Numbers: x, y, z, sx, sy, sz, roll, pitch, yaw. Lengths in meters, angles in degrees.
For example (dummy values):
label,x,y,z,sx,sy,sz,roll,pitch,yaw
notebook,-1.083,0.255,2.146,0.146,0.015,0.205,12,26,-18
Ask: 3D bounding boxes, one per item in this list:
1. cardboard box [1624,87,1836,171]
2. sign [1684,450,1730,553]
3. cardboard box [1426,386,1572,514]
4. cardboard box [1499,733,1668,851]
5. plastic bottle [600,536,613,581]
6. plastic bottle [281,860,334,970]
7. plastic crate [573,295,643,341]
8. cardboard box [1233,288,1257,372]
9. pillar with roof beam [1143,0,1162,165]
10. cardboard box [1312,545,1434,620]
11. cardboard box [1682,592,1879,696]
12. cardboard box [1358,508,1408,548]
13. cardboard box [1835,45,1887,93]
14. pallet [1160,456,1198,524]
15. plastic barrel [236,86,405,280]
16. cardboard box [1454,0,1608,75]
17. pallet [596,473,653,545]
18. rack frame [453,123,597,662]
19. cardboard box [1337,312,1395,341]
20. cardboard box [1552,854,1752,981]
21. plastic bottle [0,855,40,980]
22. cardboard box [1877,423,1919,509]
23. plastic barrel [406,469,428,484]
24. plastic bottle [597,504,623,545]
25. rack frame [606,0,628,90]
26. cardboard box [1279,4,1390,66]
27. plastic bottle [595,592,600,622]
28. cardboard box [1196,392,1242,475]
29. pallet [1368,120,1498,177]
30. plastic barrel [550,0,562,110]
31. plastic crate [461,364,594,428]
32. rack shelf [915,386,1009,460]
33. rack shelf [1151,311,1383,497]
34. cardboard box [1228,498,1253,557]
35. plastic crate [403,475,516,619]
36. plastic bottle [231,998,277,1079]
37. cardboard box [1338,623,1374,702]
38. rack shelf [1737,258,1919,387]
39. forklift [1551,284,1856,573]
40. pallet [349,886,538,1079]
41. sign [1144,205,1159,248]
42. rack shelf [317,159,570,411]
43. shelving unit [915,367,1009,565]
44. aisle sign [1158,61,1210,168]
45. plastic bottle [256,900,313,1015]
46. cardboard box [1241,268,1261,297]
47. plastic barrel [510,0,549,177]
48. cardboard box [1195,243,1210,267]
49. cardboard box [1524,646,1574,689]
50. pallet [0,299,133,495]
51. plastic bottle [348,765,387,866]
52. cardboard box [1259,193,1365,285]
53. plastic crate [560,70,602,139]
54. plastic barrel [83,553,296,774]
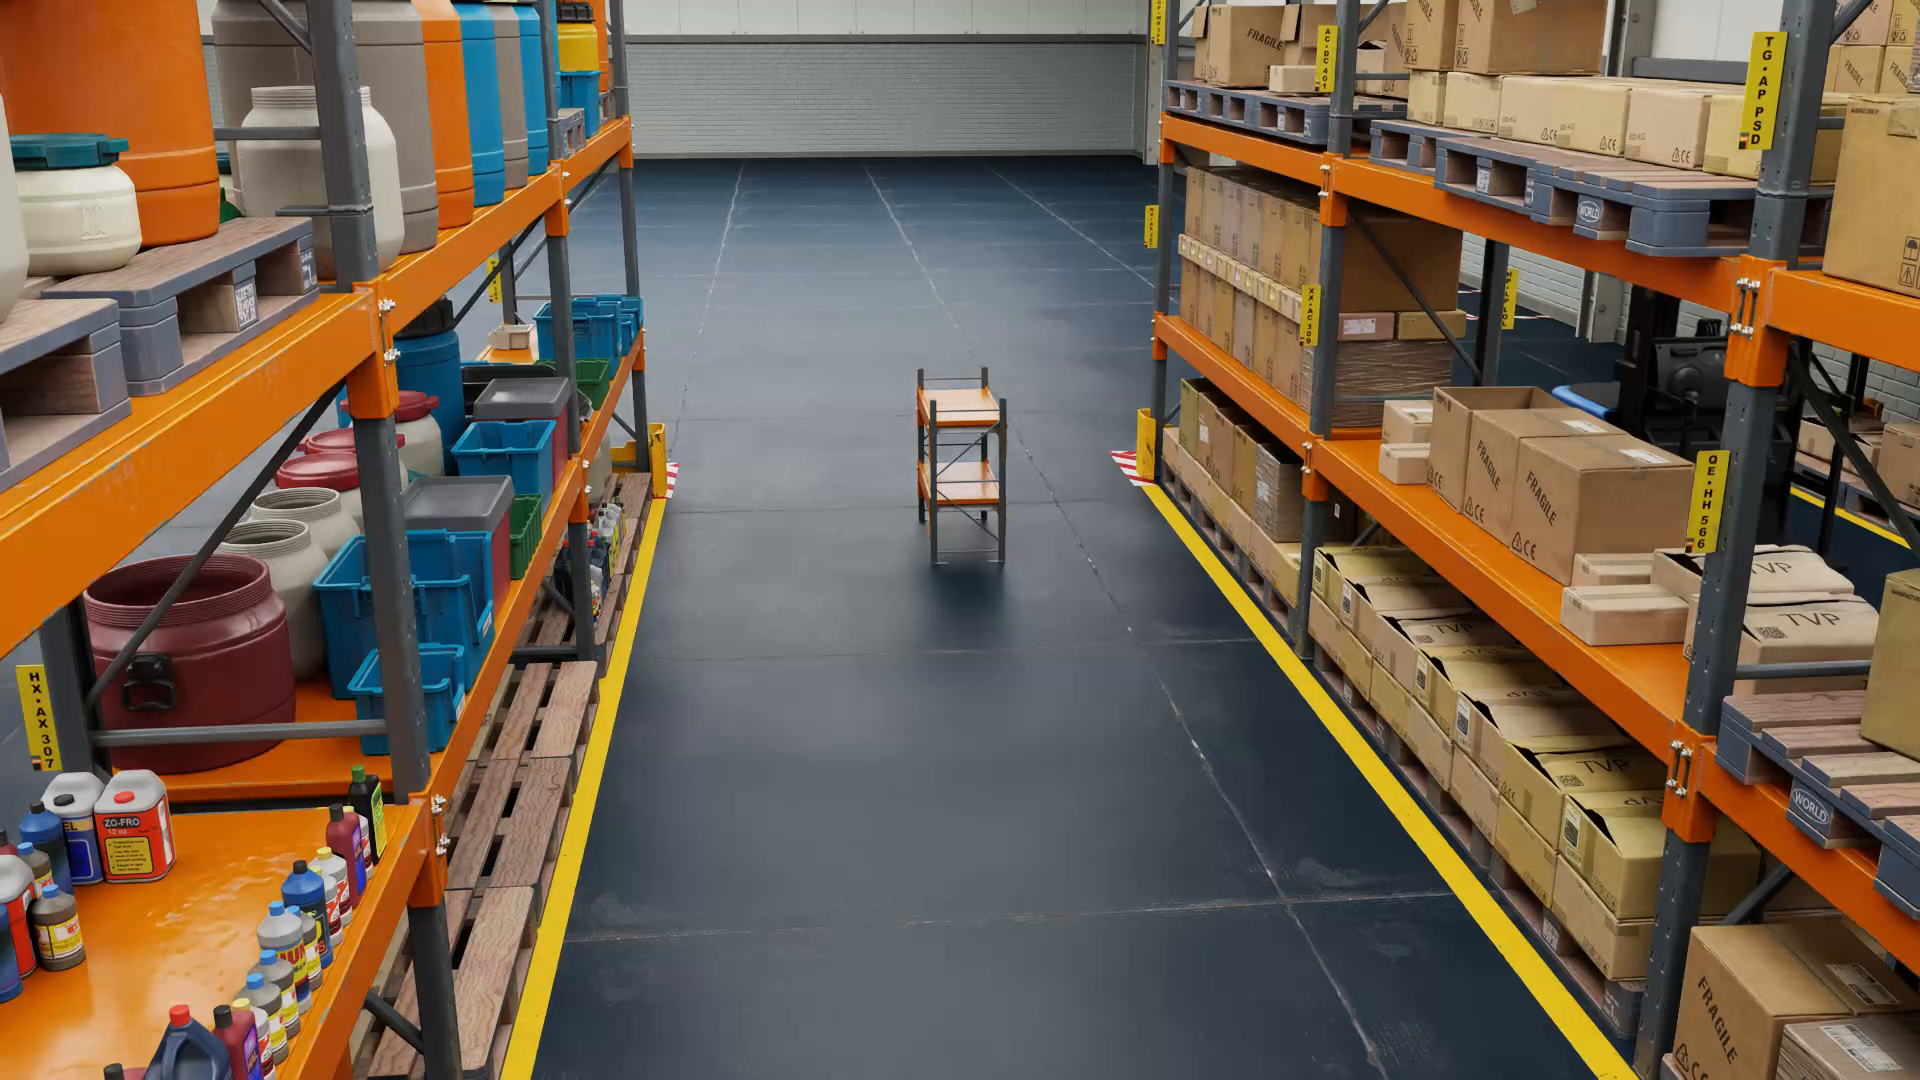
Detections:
label,x,y,z,sx,sy,sz,roll,pitch,yaw
cardboard box,2.670,-1.431,5.768,0.500,0.250,0.500,-1,17,-4
sign,2.293,-0.116,5.106,0.100,0.325,0.005,-2,18,-6
cardboard box,2.550,-0.435,7.887,0.500,0.500,0.500,-1,17,-2
cardboard box,2.486,0.959,6.567,0.500,0.311,0.500,-2,18,-6
plastic bottle,-2.161,0.105,10.137,0.061,0.283,0.133,-1,17,-3
plastic bottle,-1.579,0.901,4.015,0.097,0.271,0.097,0,17,0
plastic crate,-2.558,-1.602,12.022,0.499,0.251,0.616,-2,18,-6
cardboard box,2.218,-1.412,11.001,0.700,0.500,0.500,-1,17,-4
pillar with roof beam,0.503,-13.605,39.988,9.100,9.000,0.400,-2,18,-6
cardboard box,2.227,0.201,8.981,0.500,0.311,0.500,-2,18,-5
cardboard box,2.851,0.351,5.700,0.500,0.311,0.500,-1,17,-2
cardboard box,2.696,-0.167,9.840,0.500,0.500,0.500,-2,18,-6
cardboard box,6.752,-3.339,12.097,0.500,0.500,0.500,-1,17,-2
pallet,2.140,-0.408,12.625,1.003,0.211,1.213,-2,18,-6
plastic barrel,-1.810,-1.016,4.712,0.421,0.512,0.421,0,17,0
cardboard box,2.538,-2.337,7.403,0.500,0.500,0.500,0,17,0
pallet,-2.775,-0.219,12.024,1.003,0.211,1.213,-2,18,-6
rack frame,-2.495,-0.621,8.649,1.000,3.000,0.127,-2,18,-6
cardboard box,2.191,-1.205,9.258,0.380,0.149,0.250,-2,18,-6
cardboard box,2.548,1.381,6.161,0.500,0.250,0.500,-1,17,-4
plastic bottle,-2.312,0.906,3.990,0.152,0.276,0.135,-2,18,-6
cardboard box,7.013,-0.538,11.821,0.700,0.500,0.500,-3,18,-9
plastic barrel,-2.511,-0.156,7.398,0.301,0.262,0.301,0,17,0
plastic bottle,-2.283,-0.114,10.845,0.152,0.276,0.135,-2,18,-5
rack frame,-2.908,-4.675,11.546,1.000,3.000,0.127,-2,18,-6
cardboard box,2.388,-3.015,10.159,0.797,0.503,0.637,0,17,0
plastic bottle,-2.102,0.365,9.444,0.097,0.201,0.097,0,17,0
cardboard box,1.972,-0.747,11.687,0.500,0.500,0.500,-2,18,-6
pallet,2.536,-1.851,7.876,0.805,0.209,1.217,-2,18,-8
plastic barrel,-2.491,-2.792,9.017,0.600,0.901,0.708,-2,18,-6
plastic crate,-2.423,-0.752,9.167,0.767,0.338,0.504,-2,18,-6
rack shelf,0.001,-0.814,11.415,0.538,0.278,1.000,-2,18,-6
rack shelf,2.226,-1.026,11.138,1.077,0.370,4.000,-2,18,-6
cardboard box,2.059,-0.091,10.849,0.500,0.250,0.500,-2,18,-6
plastic crate,-1.945,0.049,6.407,0.402,0.464,0.583,-2,18,-6
plastic bottle,-1.529,1.079,3.564,0.097,0.201,0.097,0,17,0
cardboard box,2.279,0.618,8.589,0.500,0.250,0.500,-1,17,-4
rack shelf,3.051,-0.074,3.097,1.077,0.370,4.000,-2,18,-6
forklift,4.755,-1.024,10.046,1.130,2.935,3.031,-2,18,-7
pallet,-2.124,1.669,6.010,1.003,0.211,1.213,-2,18,-6
sign,1.467,-2.401,12.738,0.100,0.325,0.005,-2,18,-6
rack shelf,-2.289,-1.114,6.409,1.077,0.370,4.000,-2,18,-6
shelving unit,0.001,-0.535,11.502,0.538,1.125,1.048,-2,18,-6
aisle sign,1.708,-3.216,12.572,0.394,0.787,0.004,-2,18,-6
plastic bottle,-1.559,0.959,3.830,0.097,0.271,0.097,0,17,0
cardboard box,2.031,-1.662,10.714,0.380,0.149,0.250,-1,17,-4
plastic barrel,-2.227,-2.147,7.663,0.600,0.901,0.708,-2,18,-6
cardboard box,1.900,-2.046,11.936,0.380,0.149,0.250,-2,18,-5
cardboard box,2.916,0.636,7.597,0.500,0.311,0.500,-2,18,-6
pallet,-1.968,-0.147,2.446,1.003,0.211,1.213,-2,18,-6
plastic bottle,-1.616,0.733,4.528,0.061,0.283,0.133,-2,18,-6
cardboard box,2.276,-1.872,10.299,0.700,0.500,0.500,-2,18,-6
plastic crate,-2.411,-2.678,10.218,0.392,0.384,0.575,-2,18,-6
plastic barrel,-2.432,0.376,5.243,0.600,0.536,0.708,-2,18,-6
